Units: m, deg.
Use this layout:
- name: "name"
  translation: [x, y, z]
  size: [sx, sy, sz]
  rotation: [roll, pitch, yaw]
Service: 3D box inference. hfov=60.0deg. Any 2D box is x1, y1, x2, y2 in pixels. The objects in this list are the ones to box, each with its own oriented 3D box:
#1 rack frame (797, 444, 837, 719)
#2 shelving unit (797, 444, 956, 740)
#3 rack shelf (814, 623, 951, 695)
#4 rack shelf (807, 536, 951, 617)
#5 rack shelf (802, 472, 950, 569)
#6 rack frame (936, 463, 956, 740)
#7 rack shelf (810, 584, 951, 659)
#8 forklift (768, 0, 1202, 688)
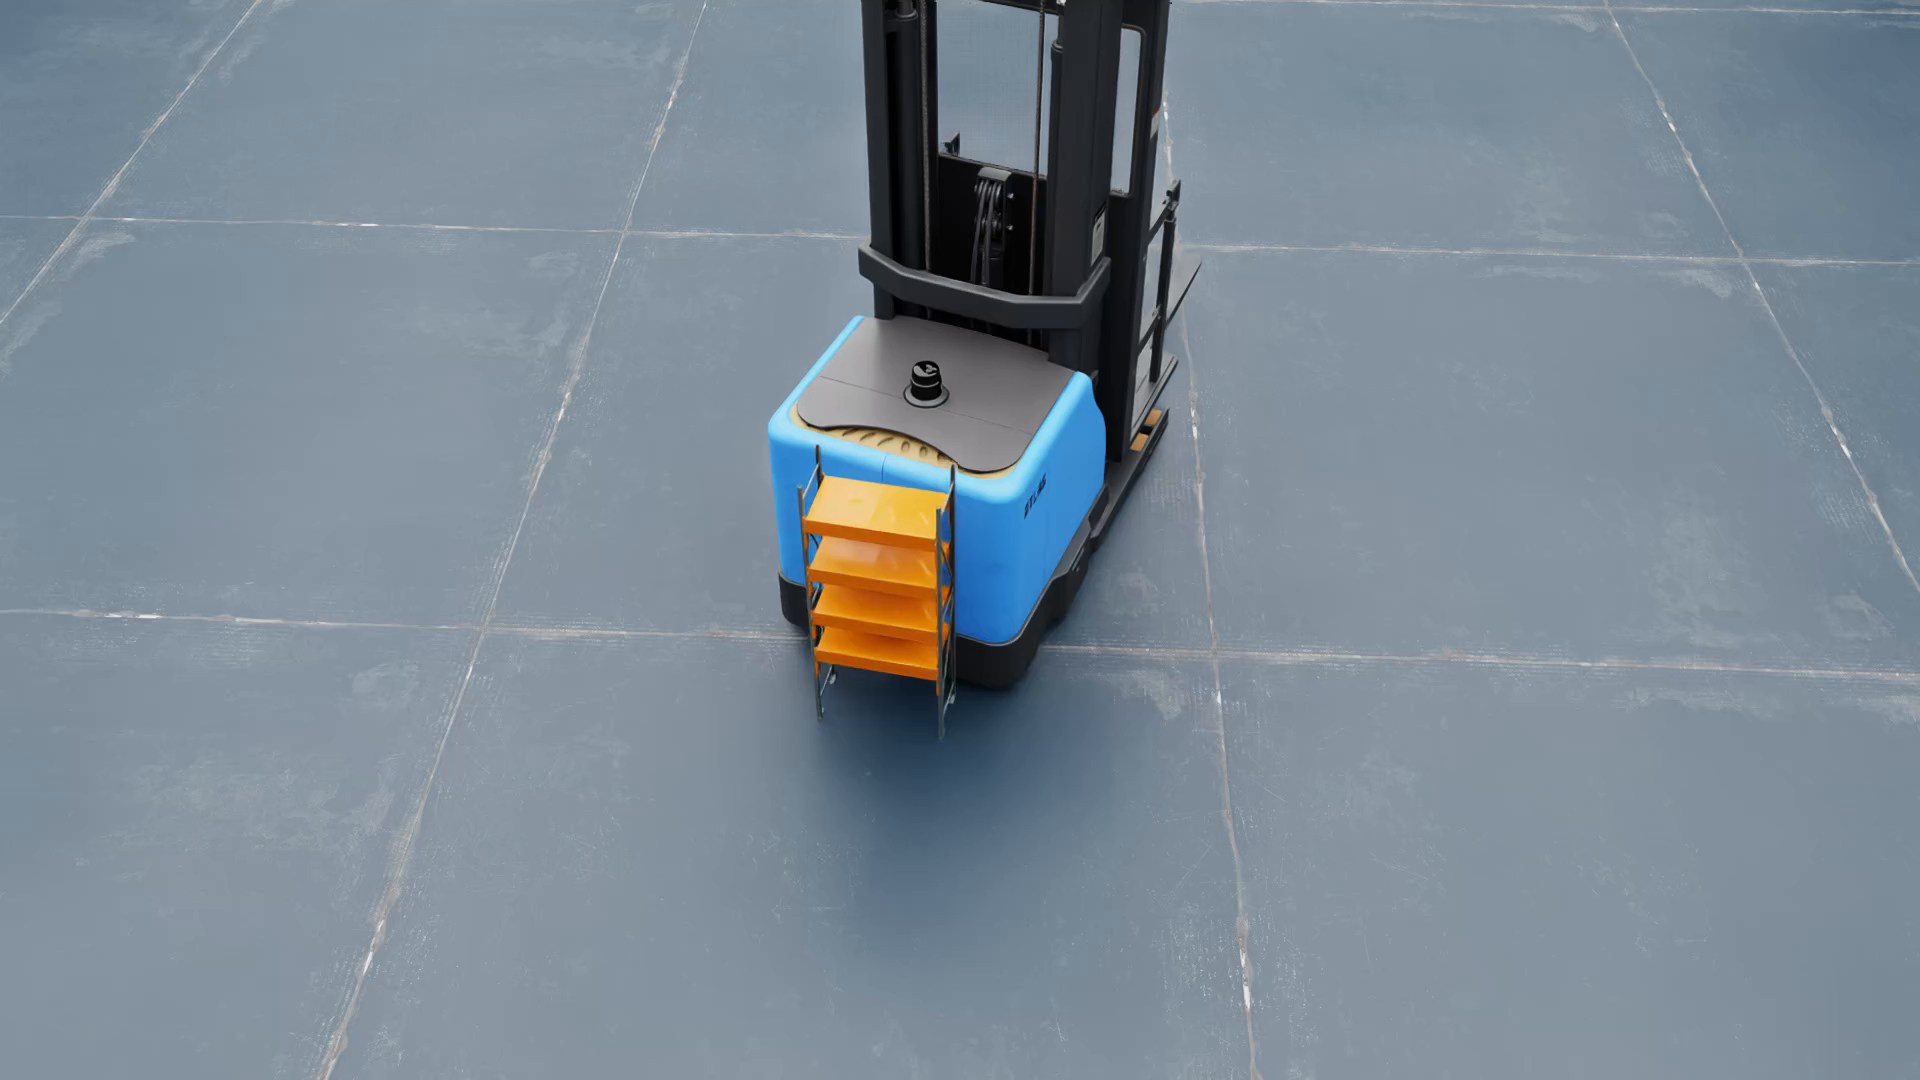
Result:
- name: "rack frame"
  translation: [-0.525, 0.181, 6.175]
  size: [0.015, 1.200, 0.240]
  rotation: [9, 44, 9]
- name: "shelving unit"
  translation: [-0.287, 0.217, 6.136]
  size: [0.503, 1.200, 0.258]
  rotation: [9, 44, 9]
- name: "rack shelf"
  translation: [-0.287, 0.412, 6.318]
  size: [0.480, 0.148, 0.258]
  rotation: [9, 44, 9]
- name: "rack shelf"
  translation: [-0.287, 0.103, 6.030]
  size: [0.480, 0.148, 0.258]
  rotation: [9, 44, 9]
- name: "rack shelf"
  translation: [-0.287, -0.070, 5.869]
  size: [0.480, 0.148, 0.258]
  rotation: [9, 44, 9]
- name: "rack frame"
  translation: [-0.048, 0.254, 6.098]
  size: [0.015, 1.200, 0.240]
  rotation: [9, 44, 9]
- name: "rack shelf"
  translation: [-0.287, 0.267, 6.182]
  size: [0.480, 0.148, 0.258]
  rotation: [9, 44, 9]
- name: "forklift"
  translation: [0.320, -1.505, 6.715]
  size: [1.130, 2.935, 3.031]
  rotation: [17, 45, 17]
